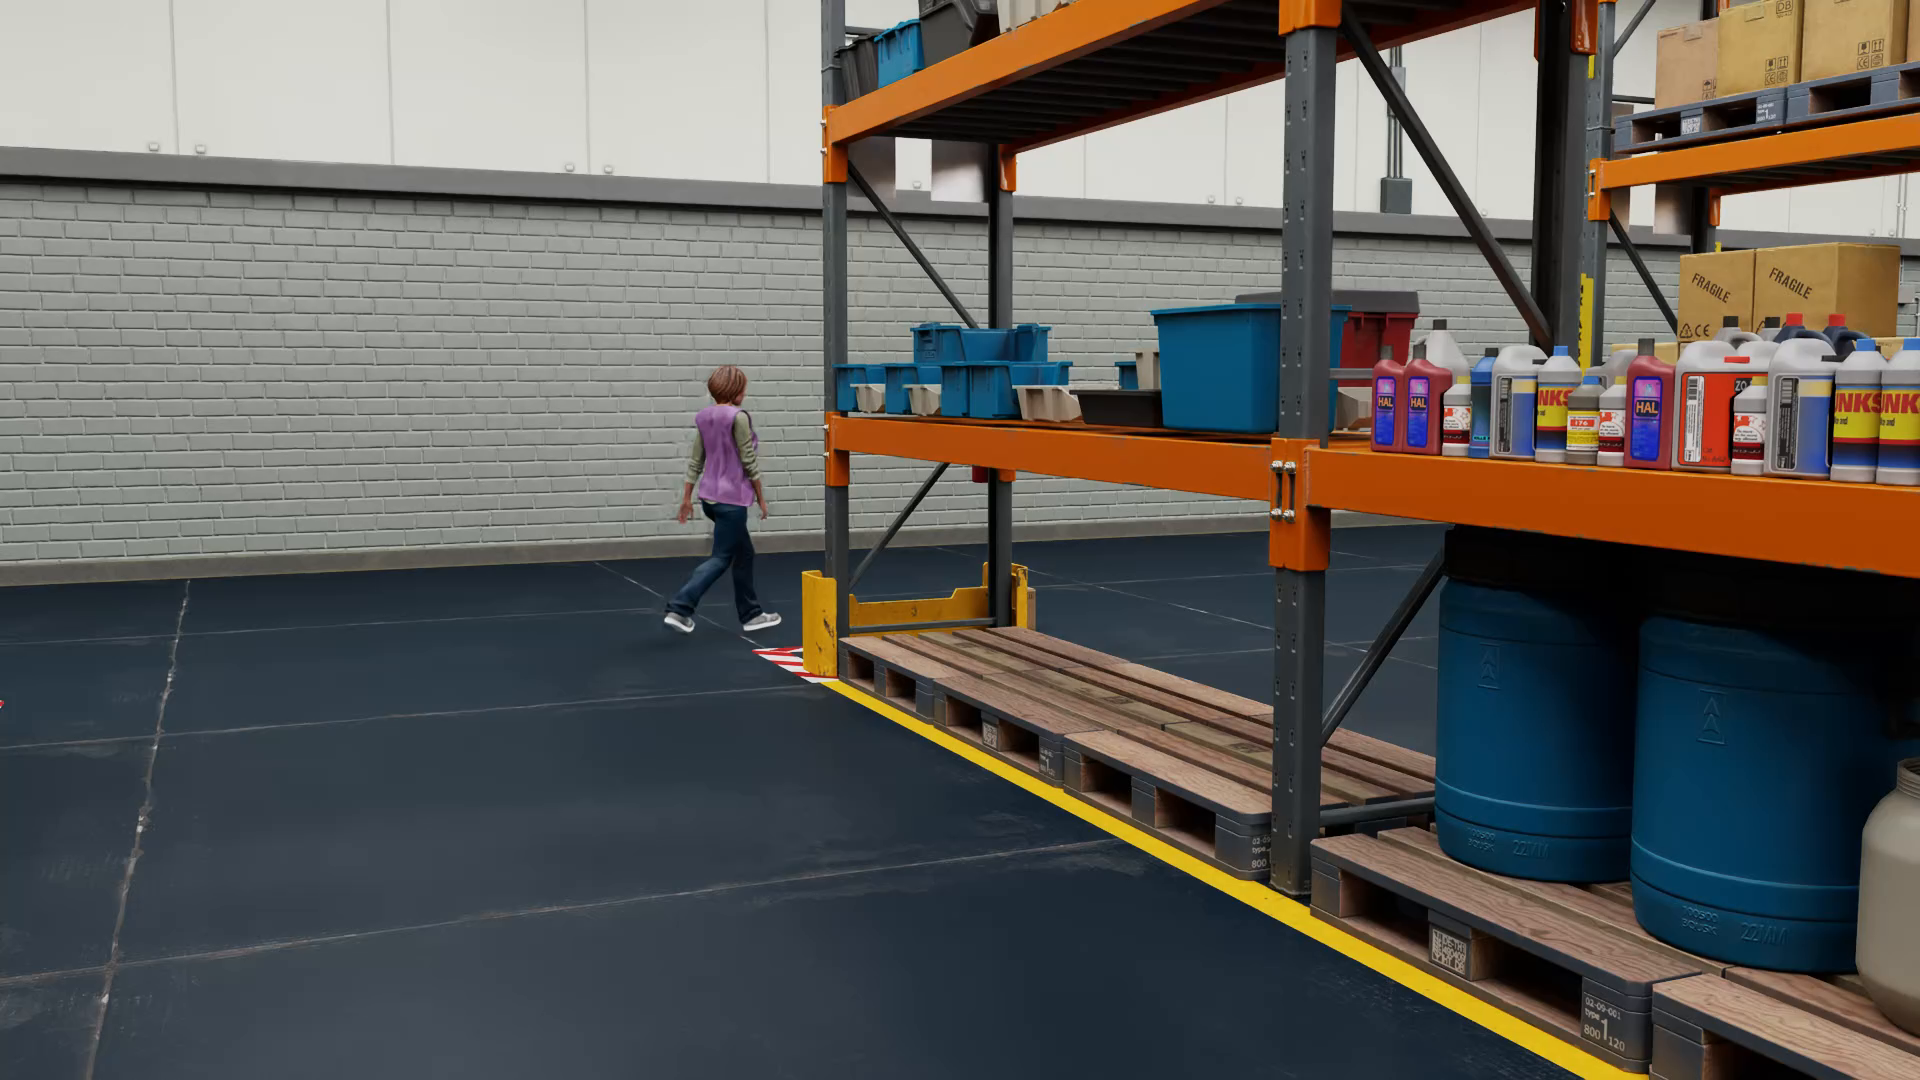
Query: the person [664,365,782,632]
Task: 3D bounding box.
[{"bbox_3d":[-1.345,-0.222,9.501,0.876,1.545,0.479,-5,8,-43],"label":"person"}]
